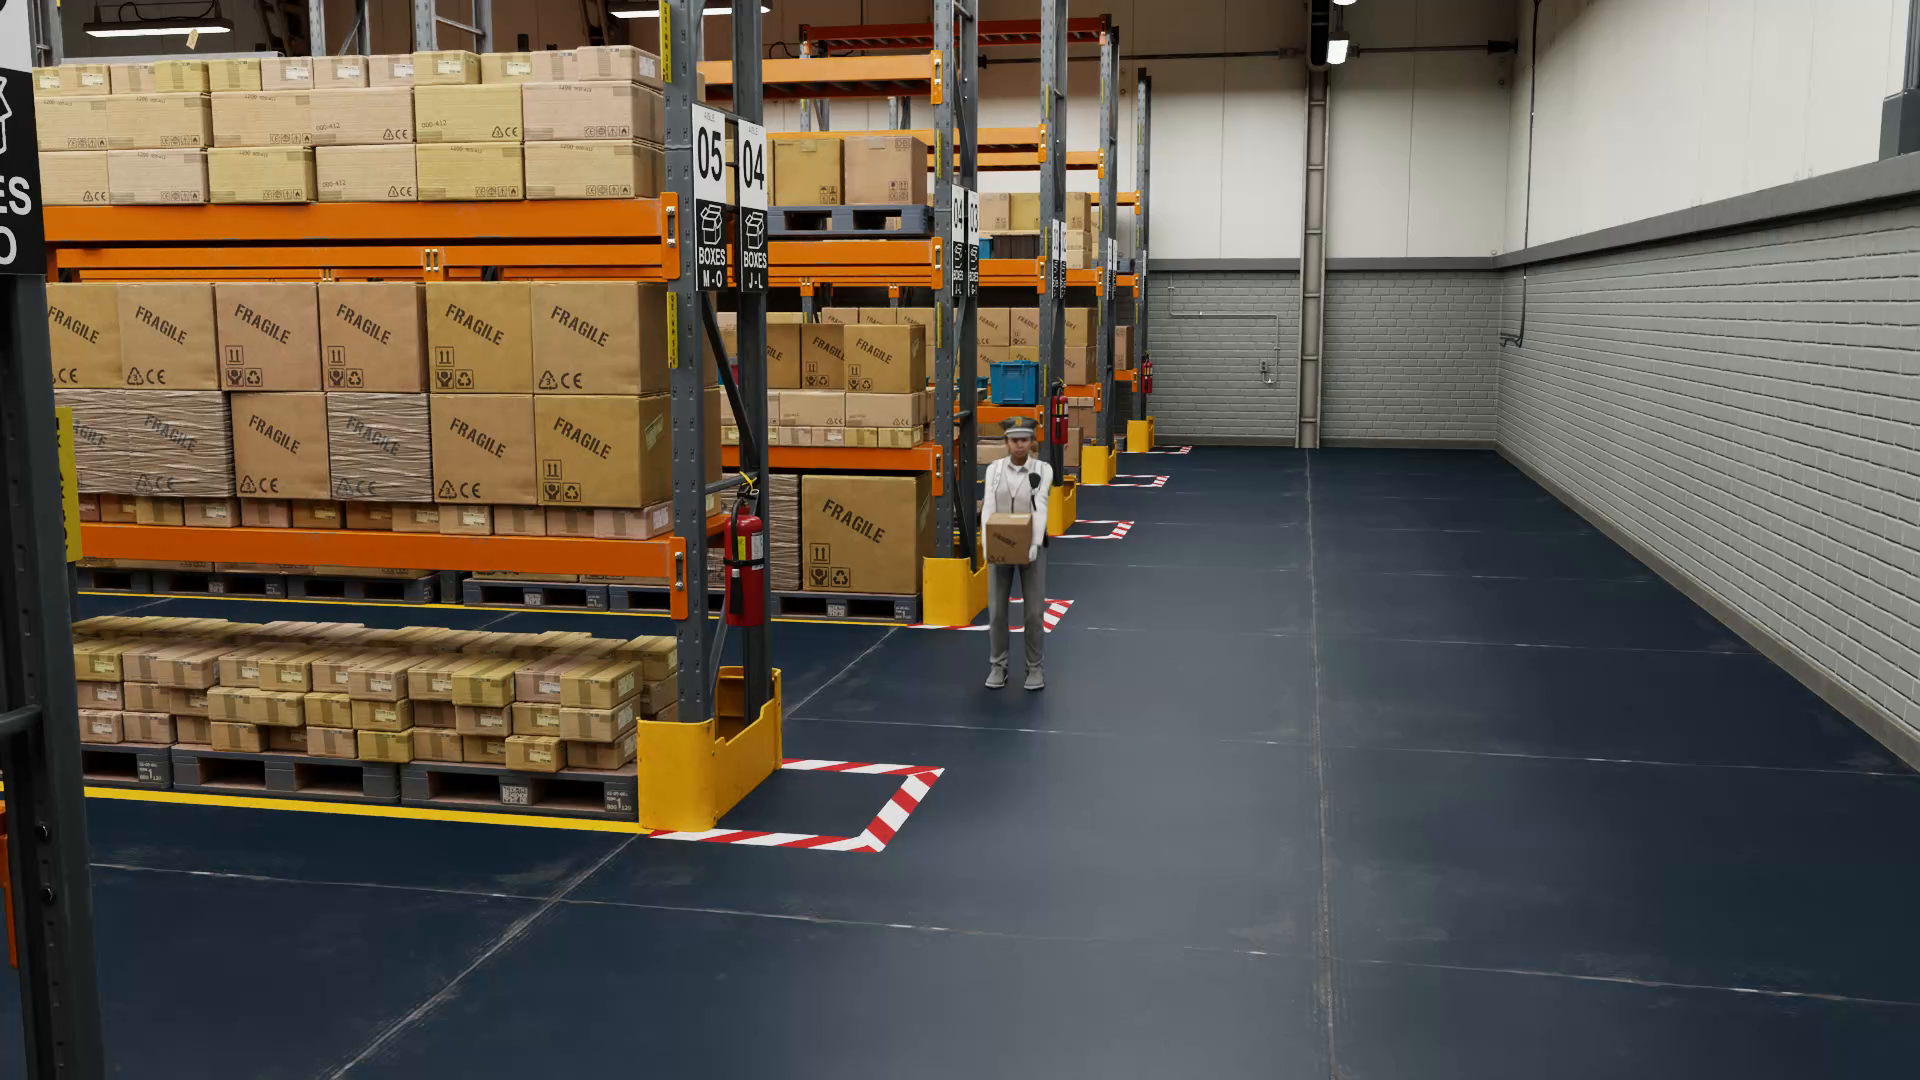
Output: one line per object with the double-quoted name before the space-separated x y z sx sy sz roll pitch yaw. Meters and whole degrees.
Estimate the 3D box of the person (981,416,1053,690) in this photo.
"person" 0.345 0.082 10.186 0.417 1.687 0.515 1 8 10
